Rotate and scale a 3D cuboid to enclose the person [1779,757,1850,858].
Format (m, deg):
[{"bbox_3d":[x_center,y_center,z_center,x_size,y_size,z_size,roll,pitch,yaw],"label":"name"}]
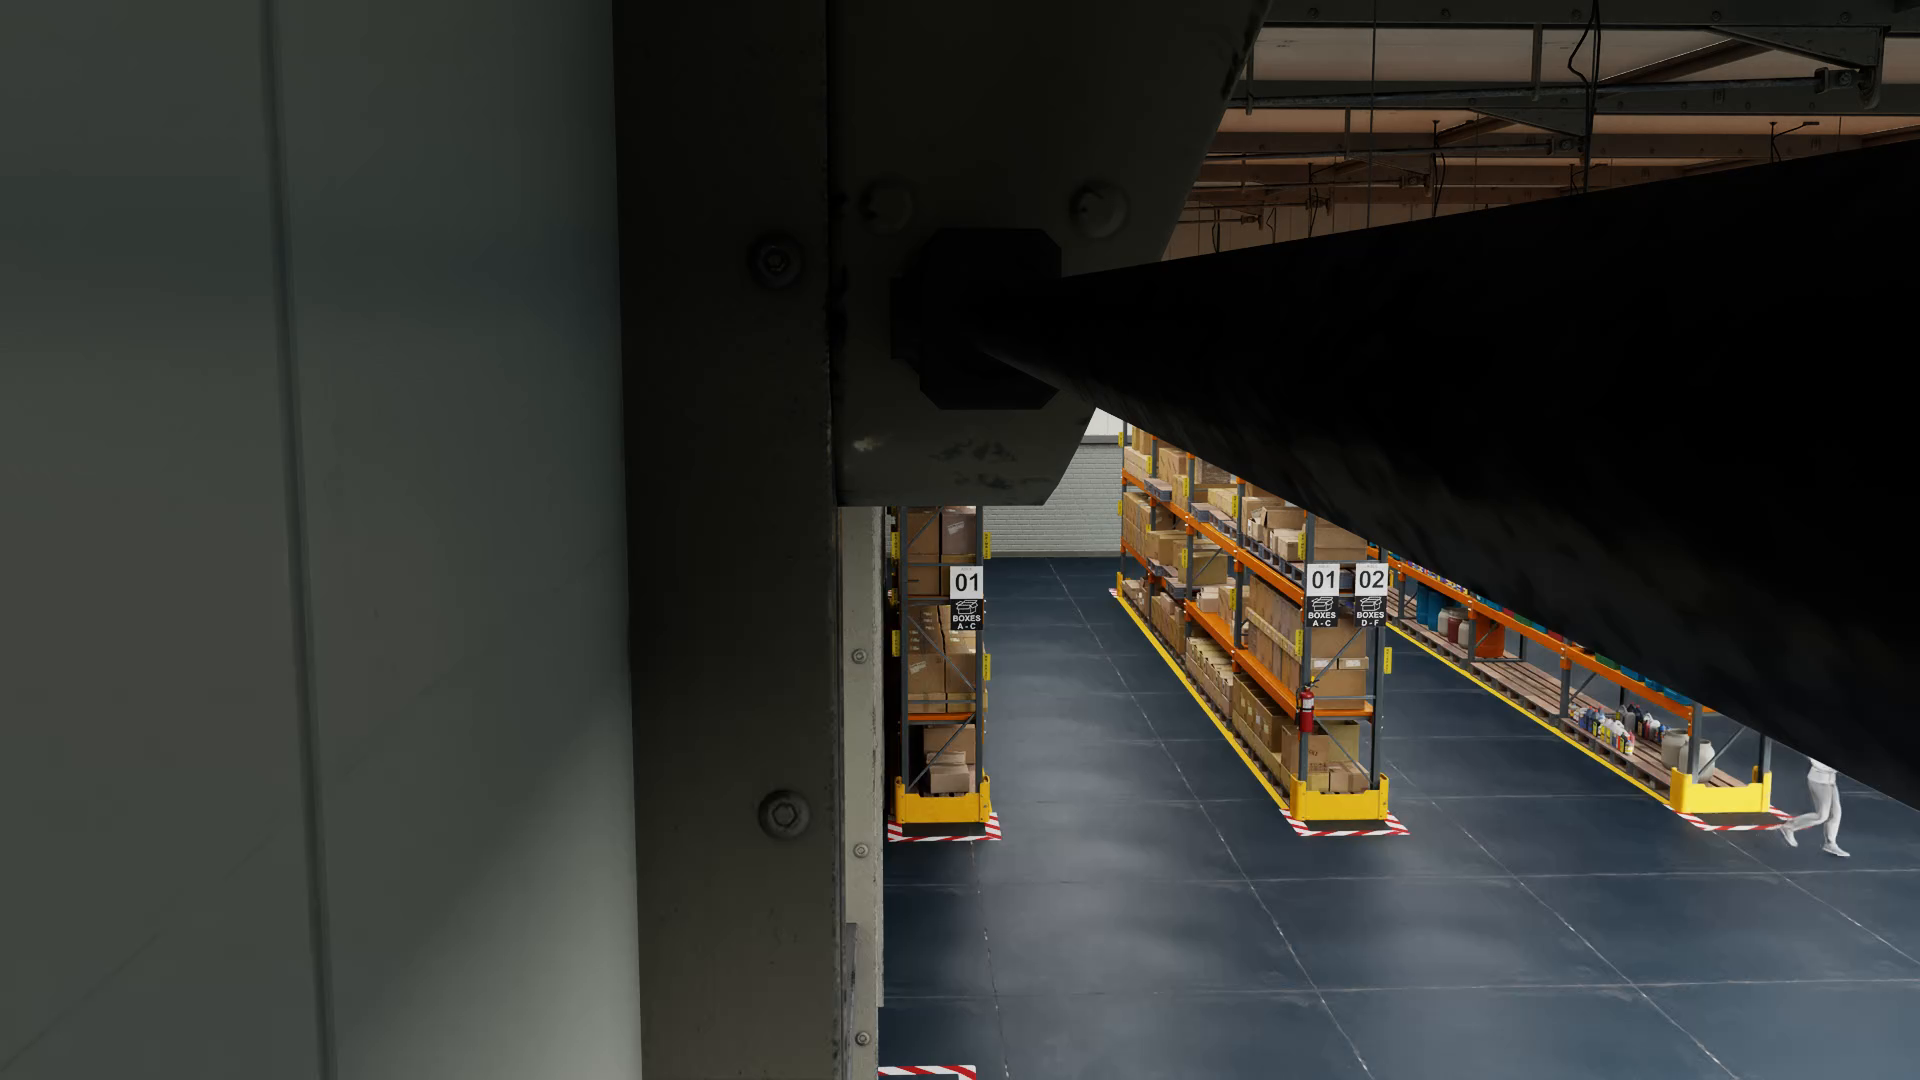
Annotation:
[{"bbox_3d":[9.934,2.811,19.242,0.743,1.705,0.614,5,10,33],"label":"person"}]

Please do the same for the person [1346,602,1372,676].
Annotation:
[{"bbox_3d":[6.938,1.504,28.795,0.593,1.612,0.773,-2,8,-12],"label":"person"}]
